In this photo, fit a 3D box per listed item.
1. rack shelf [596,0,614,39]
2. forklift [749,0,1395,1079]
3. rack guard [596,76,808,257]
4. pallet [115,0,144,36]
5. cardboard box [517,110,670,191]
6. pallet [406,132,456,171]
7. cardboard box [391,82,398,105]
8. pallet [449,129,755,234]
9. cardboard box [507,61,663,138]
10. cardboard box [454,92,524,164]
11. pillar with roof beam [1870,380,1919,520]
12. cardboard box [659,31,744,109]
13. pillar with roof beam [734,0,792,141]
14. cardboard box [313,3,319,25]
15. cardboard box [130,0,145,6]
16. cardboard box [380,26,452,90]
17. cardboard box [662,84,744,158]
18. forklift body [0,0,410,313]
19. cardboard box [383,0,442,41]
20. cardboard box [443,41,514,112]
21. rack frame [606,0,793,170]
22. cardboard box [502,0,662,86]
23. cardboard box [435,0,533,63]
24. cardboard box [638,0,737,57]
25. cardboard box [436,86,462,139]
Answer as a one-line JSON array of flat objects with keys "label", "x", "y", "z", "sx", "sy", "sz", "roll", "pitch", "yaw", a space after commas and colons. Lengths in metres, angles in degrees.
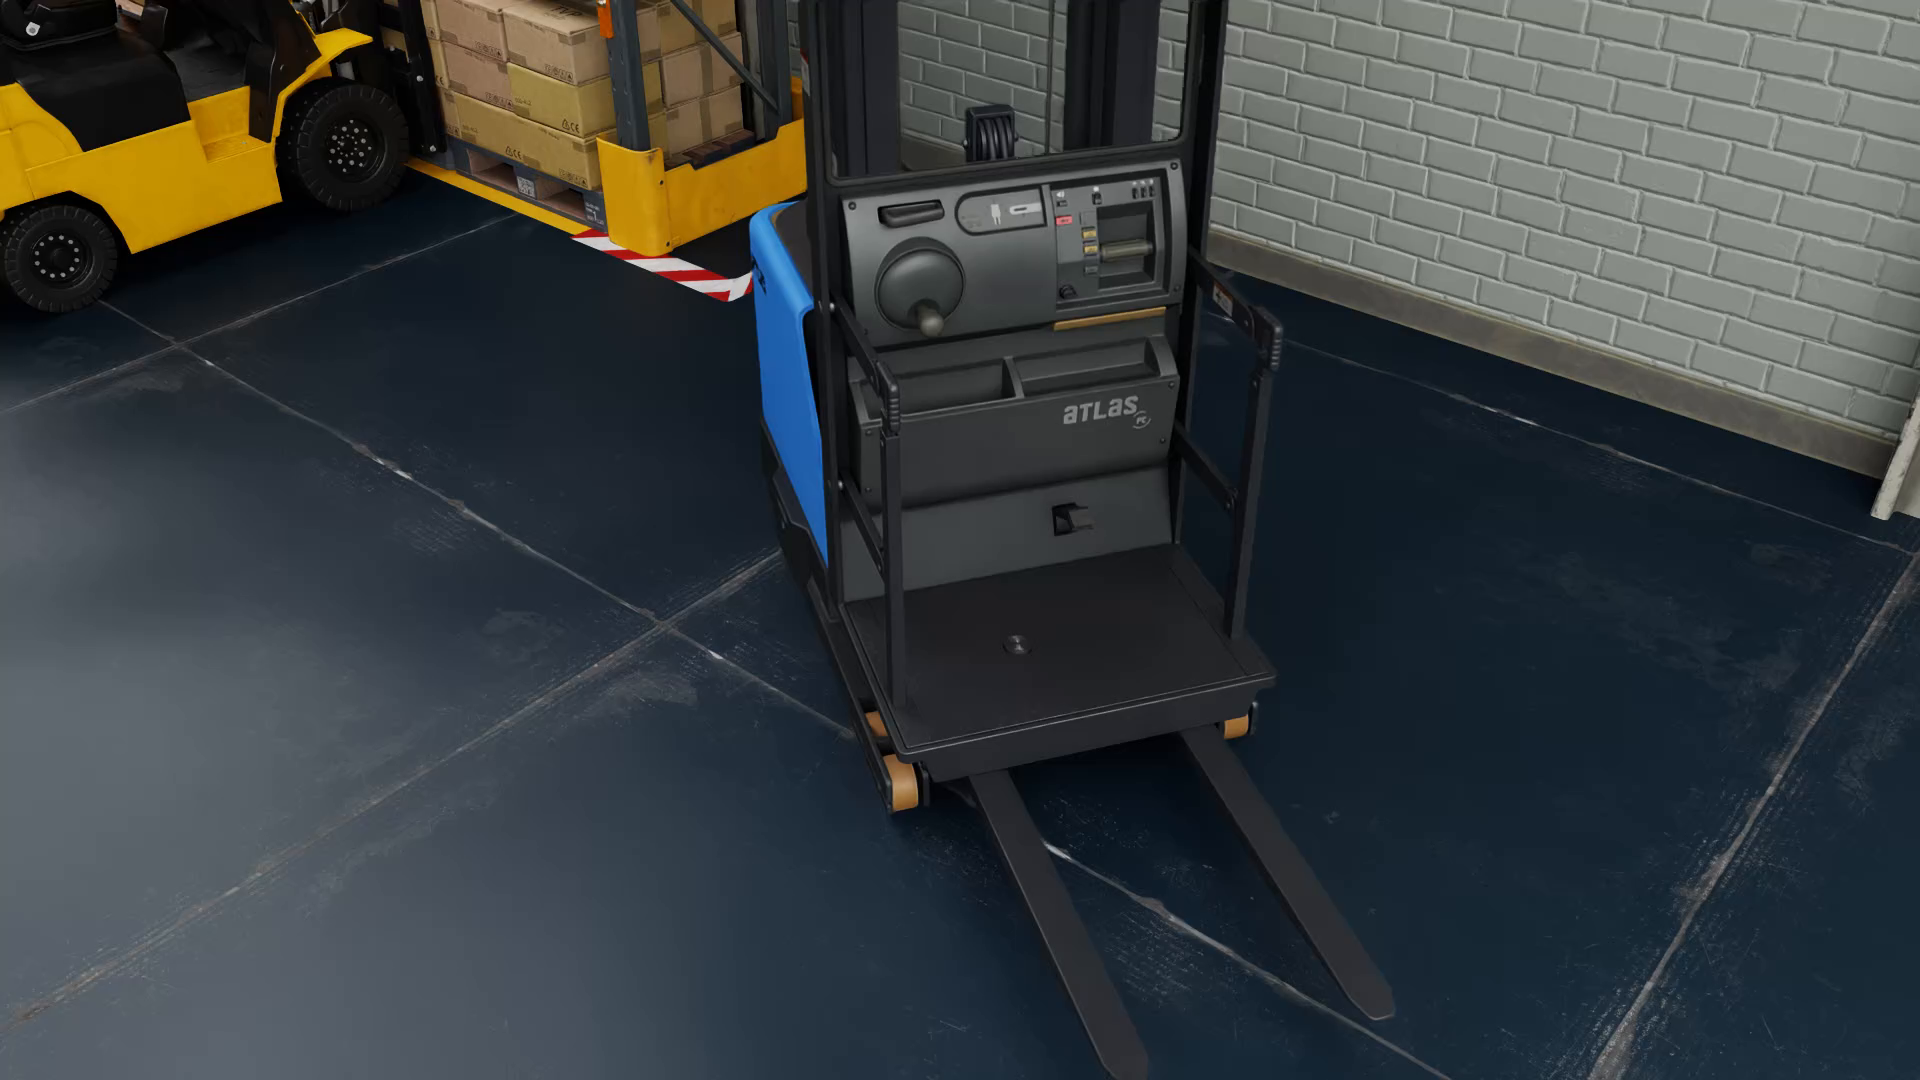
[{"label": "rack shelf", "x": -2.723, "y": -3.277, "z": 8.508, "sx": 4.000, "sy": 0.370, "sz": 1.077, "roll": 25, "pitch": 42, "yaw": 32}, {"label": "forklift", "x": 0.221, "y": -0.706, "z": 4.188, "sx": 1.130, "sy": 2.935, "sz": 3.031, "roll": -10, "pitch": 36, "yaw": -14}, {"label": "rack guard", "x": -1.168, "y": -1.810, "z": 7.944, "sx": 0.348, "sy": 0.500, "sz": 1.175, "roll": 25, "pitch": 42, "yaw": 32}, {"label": "pallet", "x": -4.852, "y": -3.399, "z": 10.512, "sx": 1.213, "sy": 0.211, "sz": 1.003, "roll": 25, "pitch": 42, "yaw": 32}, {"label": "cardboard box", "x": -1.750, "y": -1.922, "z": 7.956, "sx": 0.500, "sy": 0.250, "sz": 0.500, "roll": 26, "pitch": 42, "yaw": 32}, {"label": "pallet", "x": -2.734, "y": -2.401, "z": 9.059, "sx": 1.213, "sy": 0.211, "sz": 1.003, "roll": 25, "pitch": 42, "yaw": 32}, {"label": "cardboard box", "x": -2.918, "y": -2.469, "z": 8.754, "sx": 0.500, "sy": 0.250, "sz": 0.500, "roll": 27, "pitch": 43, "yaw": 33}, {"label": "pallet", "x": -1.801, "y": -1.959, "z": 8.415, "sx": 1.213, "sy": 0.211, "sz": 1.003, "roll": 25, "pitch": 42, "yaw": 32}, {"label": "cardboard box", "x": -1.760, "y": -2.135, "z": 7.826, "sx": 0.500, "sy": 0.250, "sz": 0.500, "roll": 25, "pitch": 41, "yaw": 31}, {"label": "cardboard box", "x": -2.126, "y": -2.106, "z": 8.225, "sx": 0.500, "sy": 0.250, "sz": 0.500, "roll": 25, "pitch": 42, "yaw": 32}, {"label": "pillar with roof beam", "x": 0.712, "y": -1.920, "z": 0.597, "sx": 0.400, "sy": 9.000, "sz": 9.100, "roll": 25, "pitch": 42, "yaw": 32}, {"label": "cardboard box", "x": -1.415, "y": -2.356, "z": 8.147, "sx": 0.500, "sy": 0.250, "sz": 0.500, "roll": 26, "pitch": 42, "yaw": 33}, {"label": "pillar with roof beam", "x": -3.899, "y": -4.094, "z": 3.762, "sx": 0.400, "sy": 9.000, "sz": 9.100, "roll": 25, "pitch": 42, "yaw": 32}, {"label": "cardboard box", "x": -3.319, "y": -2.866, "z": 8.889, "sx": 0.500, "sy": 0.250, "sz": 0.500, "roll": 25, "pitch": 42, "yaw": 31}, {"label": "cardboard box", "x": -4.669, "y": -3.676, "z": 10.180, "sx": 0.625, "sy": 0.625, "sz": 0.875, "roll": 27, "pitch": 43, "yaw": 34}, {"label": "cardboard box", "x": -2.549, "y": -2.499, "z": 8.356, "sx": 0.500, "sy": 0.250, "sz": 0.500, "roll": 24, "pitch": 41, "yaw": 31}, {"label": "cardboard box", "x": -1.439, "y": -2.152, "z": 8.292, "sx": 0.500, "sy": 0.250, "sz": 0.500, "roll": 25, "pitch": 42, "yaw": 32}, {"label": "forklift body", "x": -3.811, "y": -2.393, "z": 7.334, "sx": 1.214, "sy": 2.155, "sz": 2.313, "roll": 25, "pitch": 42, "yaw": 32}, {"label": "cardboard box", "x": -2.530, "y": -2.693, "z": 8.196, "sx": 0.500, "sy": 0.250, "sz": 0.500, "roll": 26, "pitch": 42, "yaw": 32}, {"label": "cardboard box", "x": -2.139, "y": -2.322, "z": 8.097, "sx": 0.500, "sy": 0.250, "sz": 0.500, "roll": 25, "pitch": 42, "yaw": 31}, {"label": "rack frame", "x": -1.186, "y": -2.849, "z": 7.249, "sx": 0.127, "sy": 3.000, "sz": 1.000, "roll": 25, "pitch": 42, "yaw": 32}, {"label": "cardboard box", "x": -1.740, "y": -2.332, "z": 7.671, "sx": 0.500, "sy": 0.250, "sz": 0.500, "roll": 27, "pitch": 43, "yaw": 33}, {"label": "cardboard box", "x": -2.136, "y": -2.515, "z": 7.937, "sx": 0.500, "sy": 0.250, "sz": 0.500, "roll": 26, "pitch": 42, "yaw": 33}, {"label": "cardboard box", "x": -1.435, "y": -2.558, "z": 7.999, "sx": 0.500, "sy": 0.250, "sz": 0.500, "roll": 25, "pitch": 41, "yaw": 31}, {"label": "cardboard box", "x": -2.504, "y": -2.291, "z": 8.494, "sx": 0.500, "sy": 0.250, "sz": 0.500, "roll": 26, "pitch": 42, "yaw": 32}]
